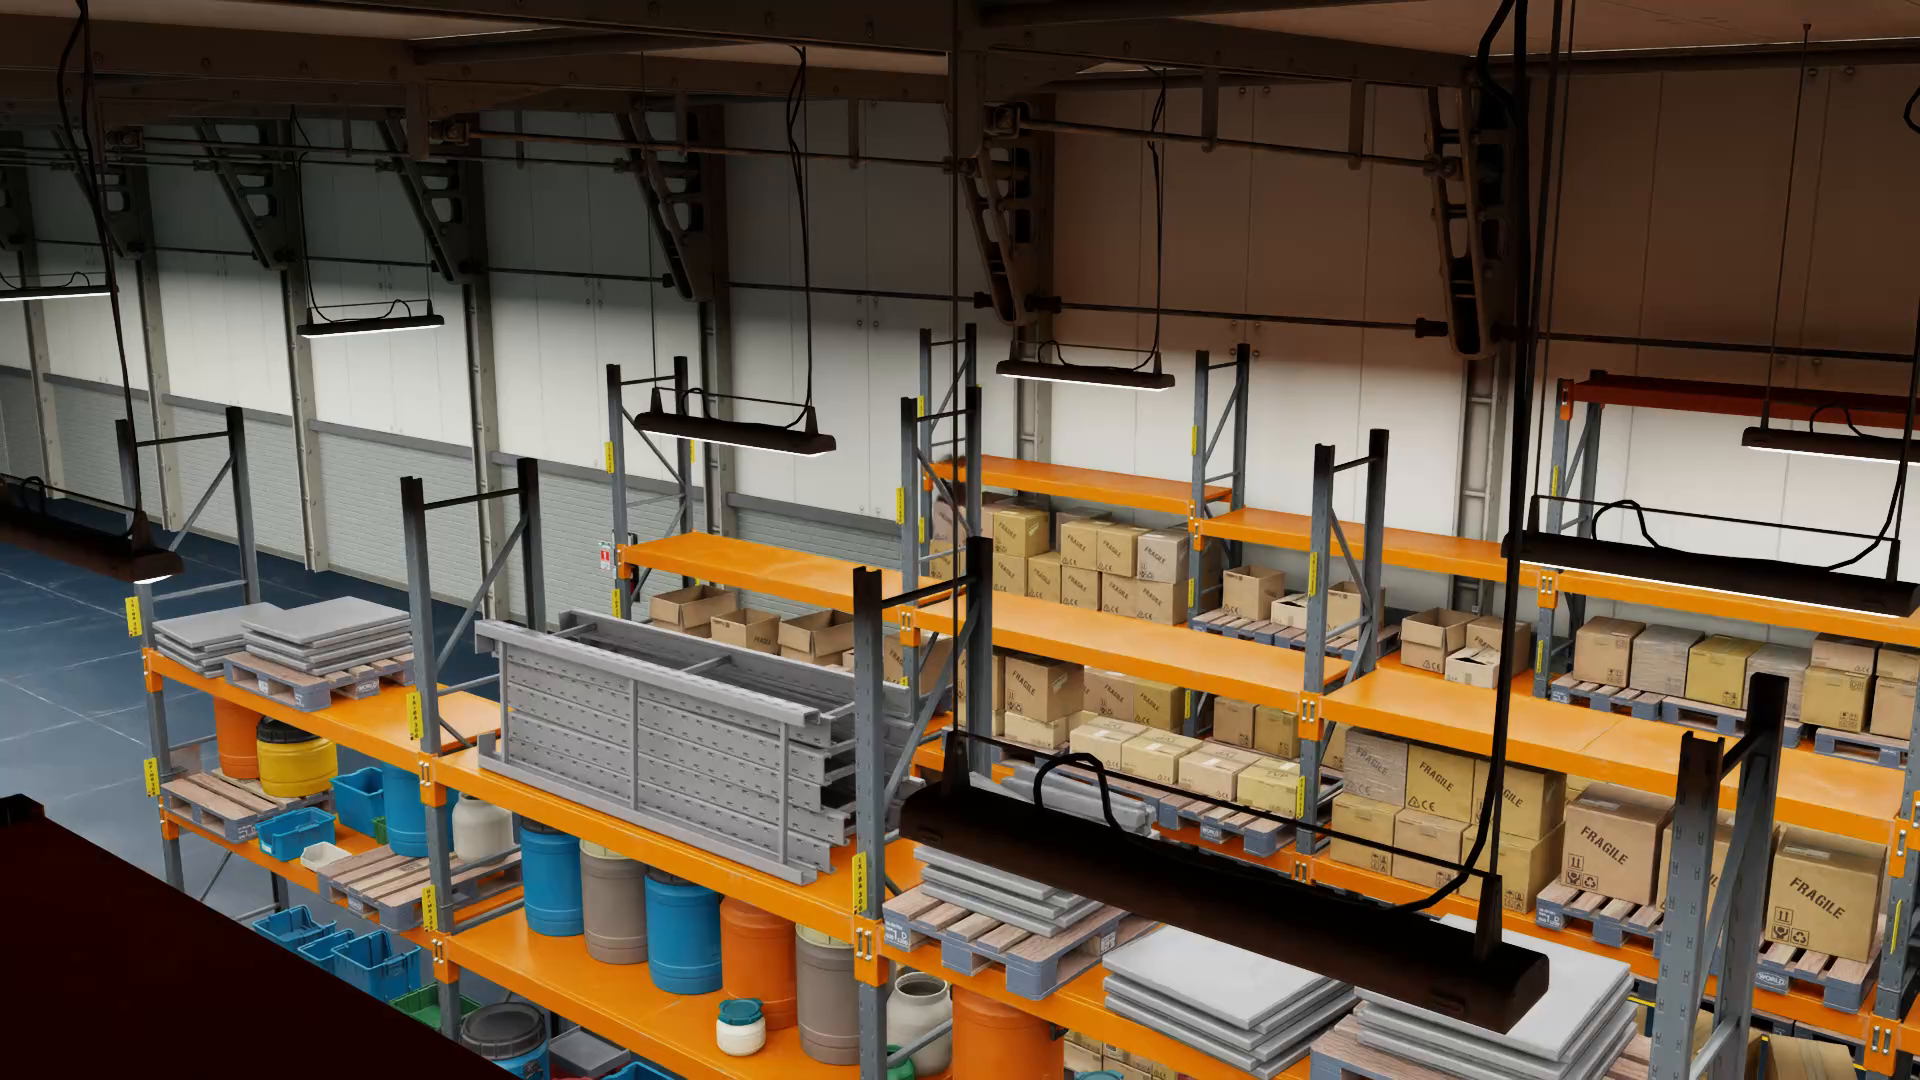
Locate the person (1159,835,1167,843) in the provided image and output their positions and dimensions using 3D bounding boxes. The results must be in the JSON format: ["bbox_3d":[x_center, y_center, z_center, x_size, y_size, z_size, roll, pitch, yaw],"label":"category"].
[{"bbox_3d":[2.049,3.133,18.626,1.056,1.671,0.616,10,16,38],"label":"person"}]
